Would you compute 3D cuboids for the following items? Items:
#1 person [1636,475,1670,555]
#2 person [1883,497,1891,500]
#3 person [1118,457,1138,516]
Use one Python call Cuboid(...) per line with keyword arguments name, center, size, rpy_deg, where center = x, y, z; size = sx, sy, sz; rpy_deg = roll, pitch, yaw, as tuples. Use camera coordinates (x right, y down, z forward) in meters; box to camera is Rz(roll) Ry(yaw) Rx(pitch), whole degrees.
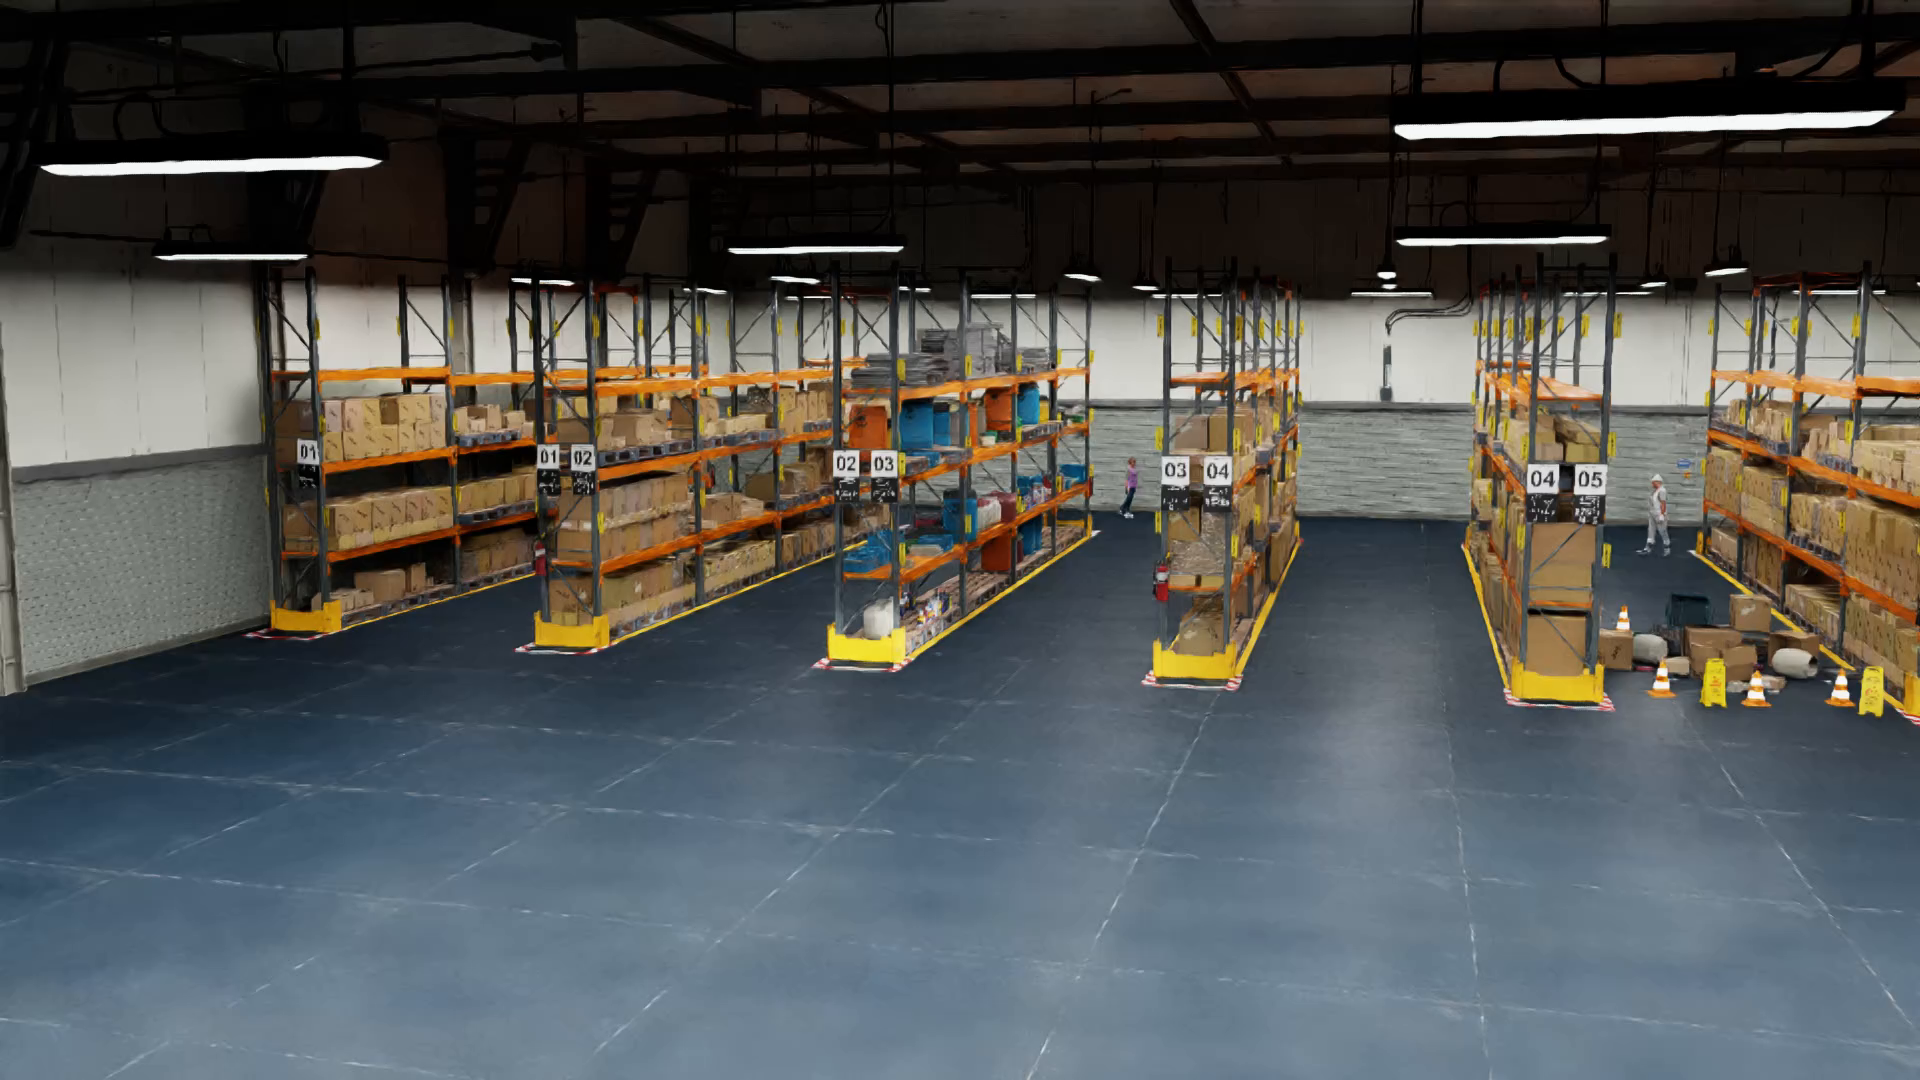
Cuboid(name="person", center=(15.400, -0.552, 36.836), size=(0.624, 1.789, 0.677), rpy_deg=(0, 7, 0))
Cuboid(name="person", center=(19.003, -0.168, 34.138), size=(0.545, 1.670, 0.545), rpy_deg=(4, 8, 31))
Cuboid(name="person", center=(4.481, -1.395, 44.322), size=(0.410, 1.547, 0.566), rpy_deg=(7, 10, 42))
